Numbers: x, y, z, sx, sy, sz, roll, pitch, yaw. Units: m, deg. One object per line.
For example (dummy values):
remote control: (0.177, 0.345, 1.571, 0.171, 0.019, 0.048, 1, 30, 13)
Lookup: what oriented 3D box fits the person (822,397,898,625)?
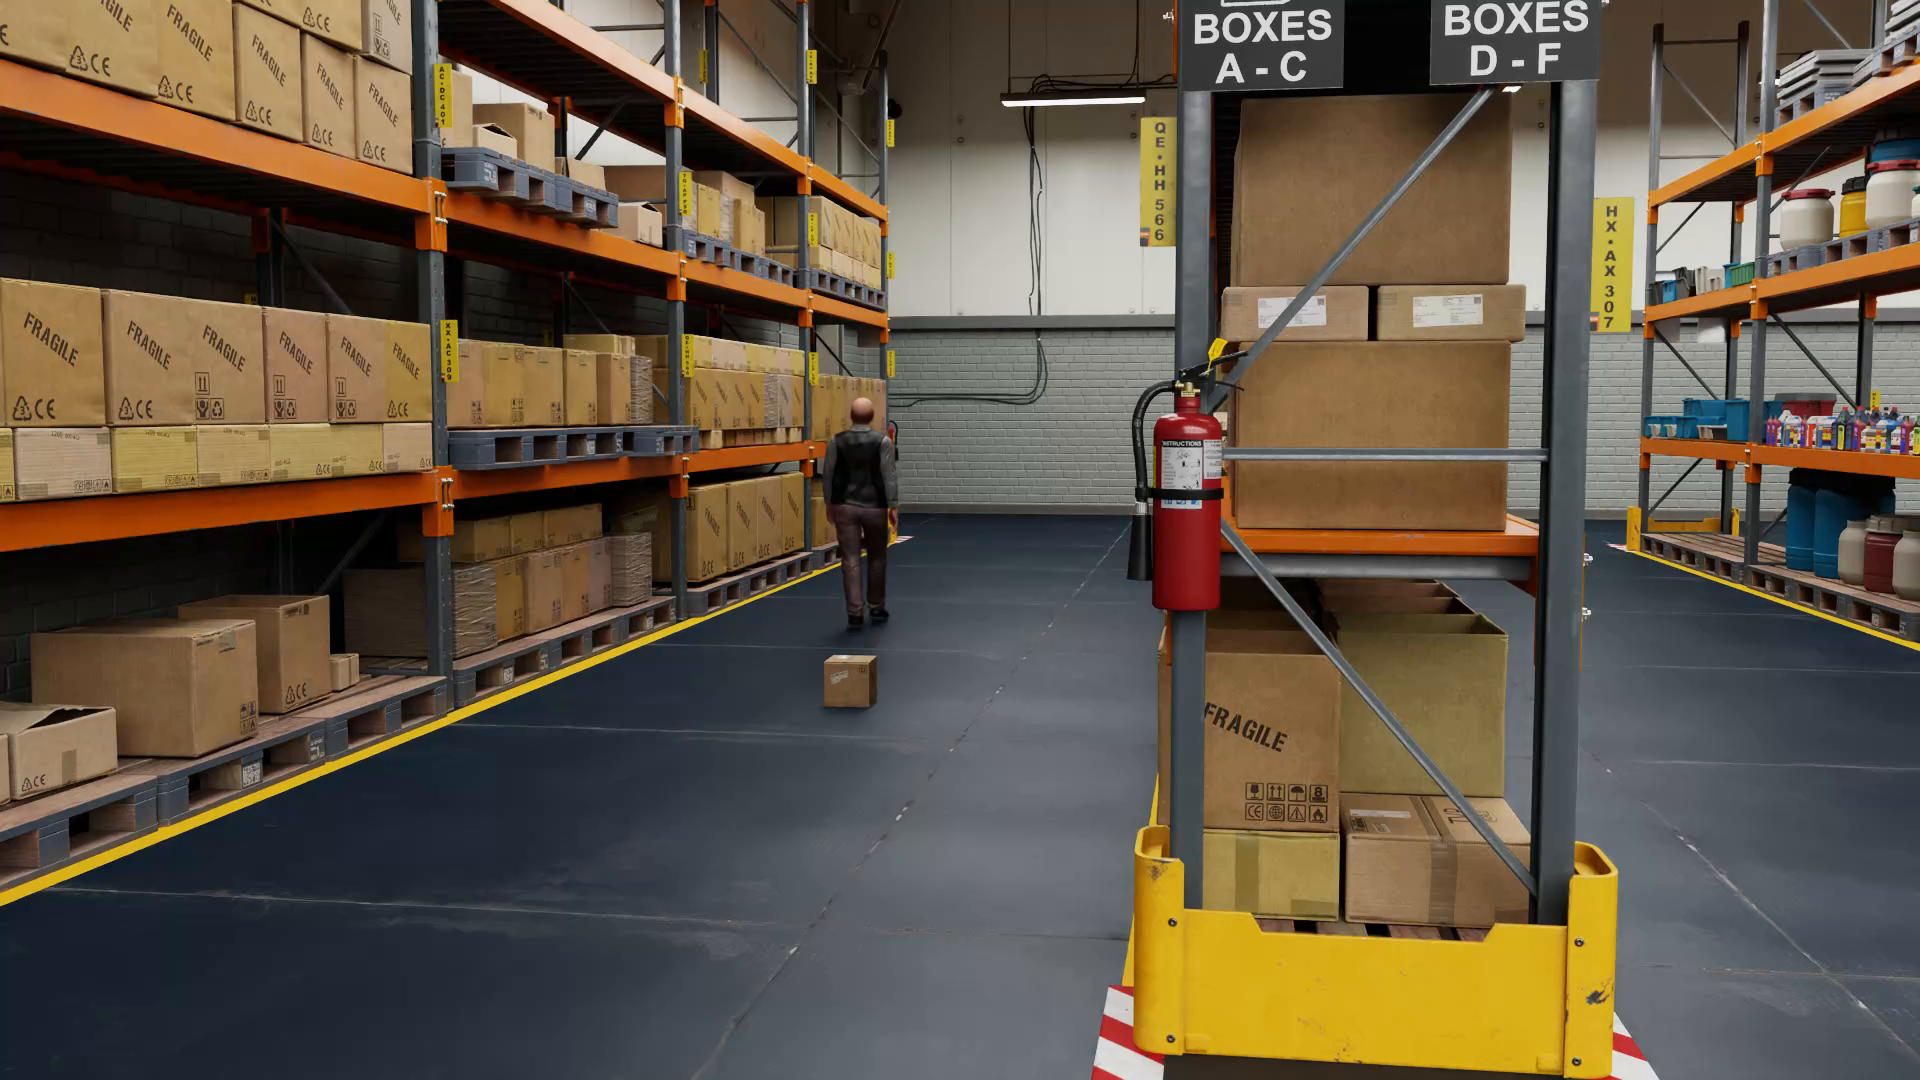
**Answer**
person: (-0.754, -0.219, 12.554, 0.572, 1.708, 0.881, 0, 4, -3)
